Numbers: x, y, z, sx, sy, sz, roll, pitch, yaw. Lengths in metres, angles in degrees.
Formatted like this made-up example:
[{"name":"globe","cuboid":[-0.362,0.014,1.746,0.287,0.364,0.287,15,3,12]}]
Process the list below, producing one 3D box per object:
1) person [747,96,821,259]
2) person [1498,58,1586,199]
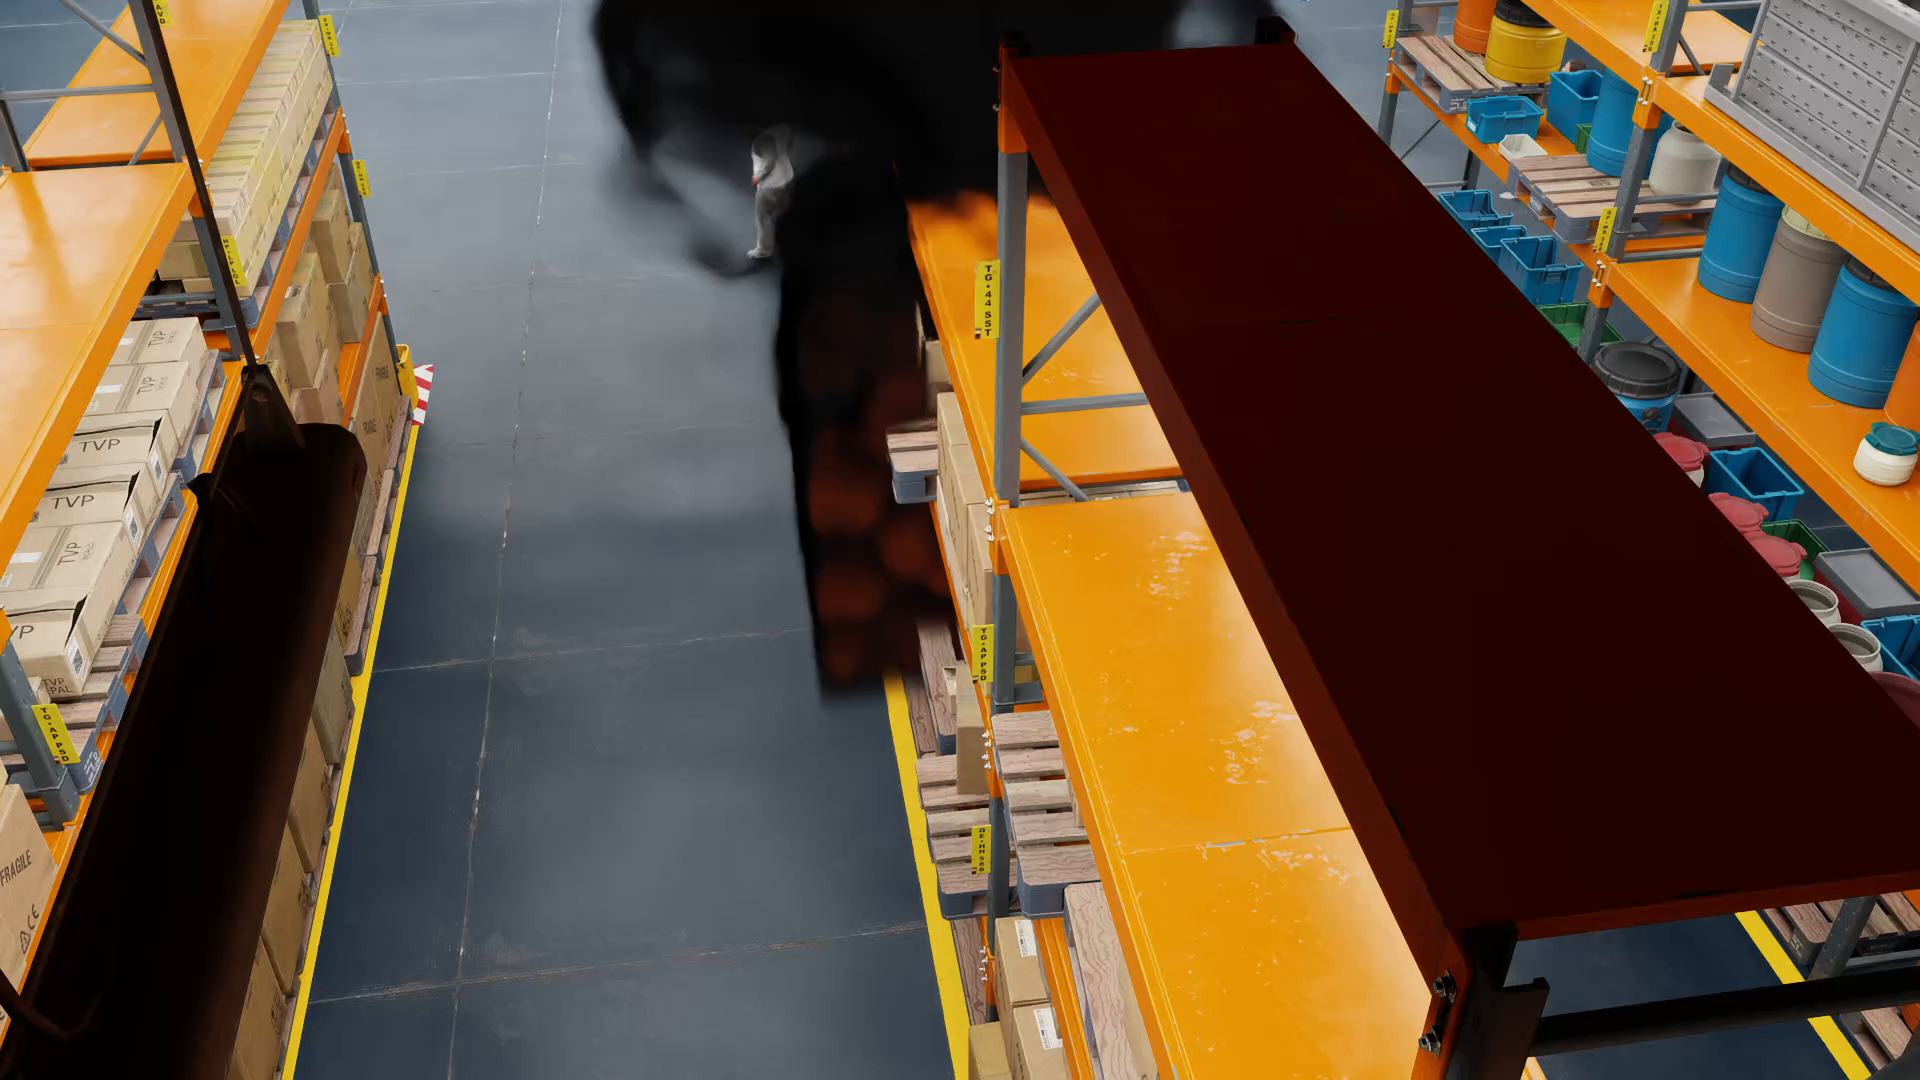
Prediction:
[{"name":"person","cuboid":[-1.865,-3.646,16.934,0.820,1.784,0.684,15,39,20]},{"name":"person","cuboid":[6.570,-4.397,18.070,1.104,1.682,0.548,11,38,15]}]
